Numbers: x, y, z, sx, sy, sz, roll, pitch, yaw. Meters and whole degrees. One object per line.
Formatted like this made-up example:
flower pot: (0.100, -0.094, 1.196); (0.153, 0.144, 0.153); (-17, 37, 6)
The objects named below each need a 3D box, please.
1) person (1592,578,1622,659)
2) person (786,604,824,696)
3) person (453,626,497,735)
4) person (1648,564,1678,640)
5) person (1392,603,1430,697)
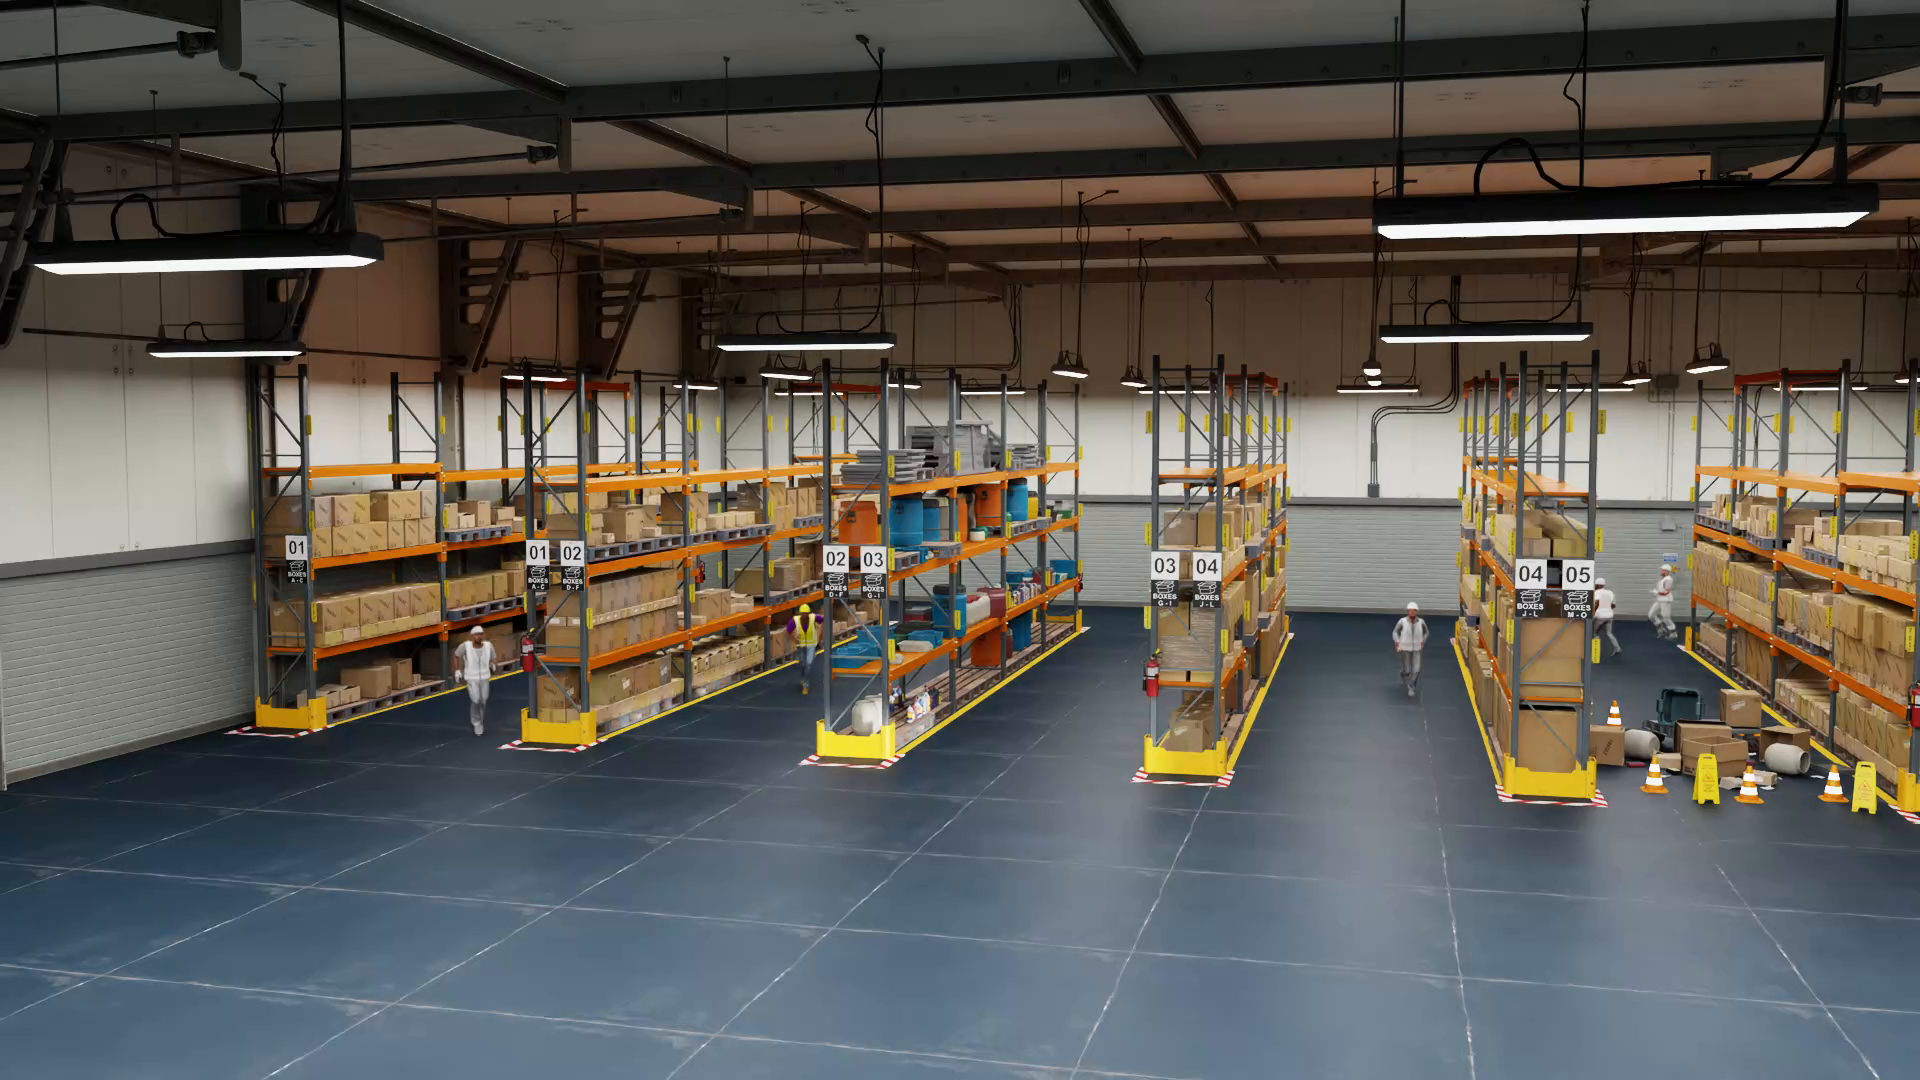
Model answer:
person: (13.802, 1.687, 35.565); (0.703, 1.732, 0.928); (-1, 4, -15)
person: (-2.906, 2.022, 31.268); (0.737, 1.715, 1.047); (0, 4, -7)
person: (-7.833, 2.275, 26.976); (0.646, 1.788, 0.827); (-3, 5, -34)
person: (16.281, 1.451, 38.535); (0.695, 1.783, 0.641); (0, 4, 2)
person: (8.397, 2.021, 30.969); (0.667, 1.731, 0.622); (0, 4, 1)
